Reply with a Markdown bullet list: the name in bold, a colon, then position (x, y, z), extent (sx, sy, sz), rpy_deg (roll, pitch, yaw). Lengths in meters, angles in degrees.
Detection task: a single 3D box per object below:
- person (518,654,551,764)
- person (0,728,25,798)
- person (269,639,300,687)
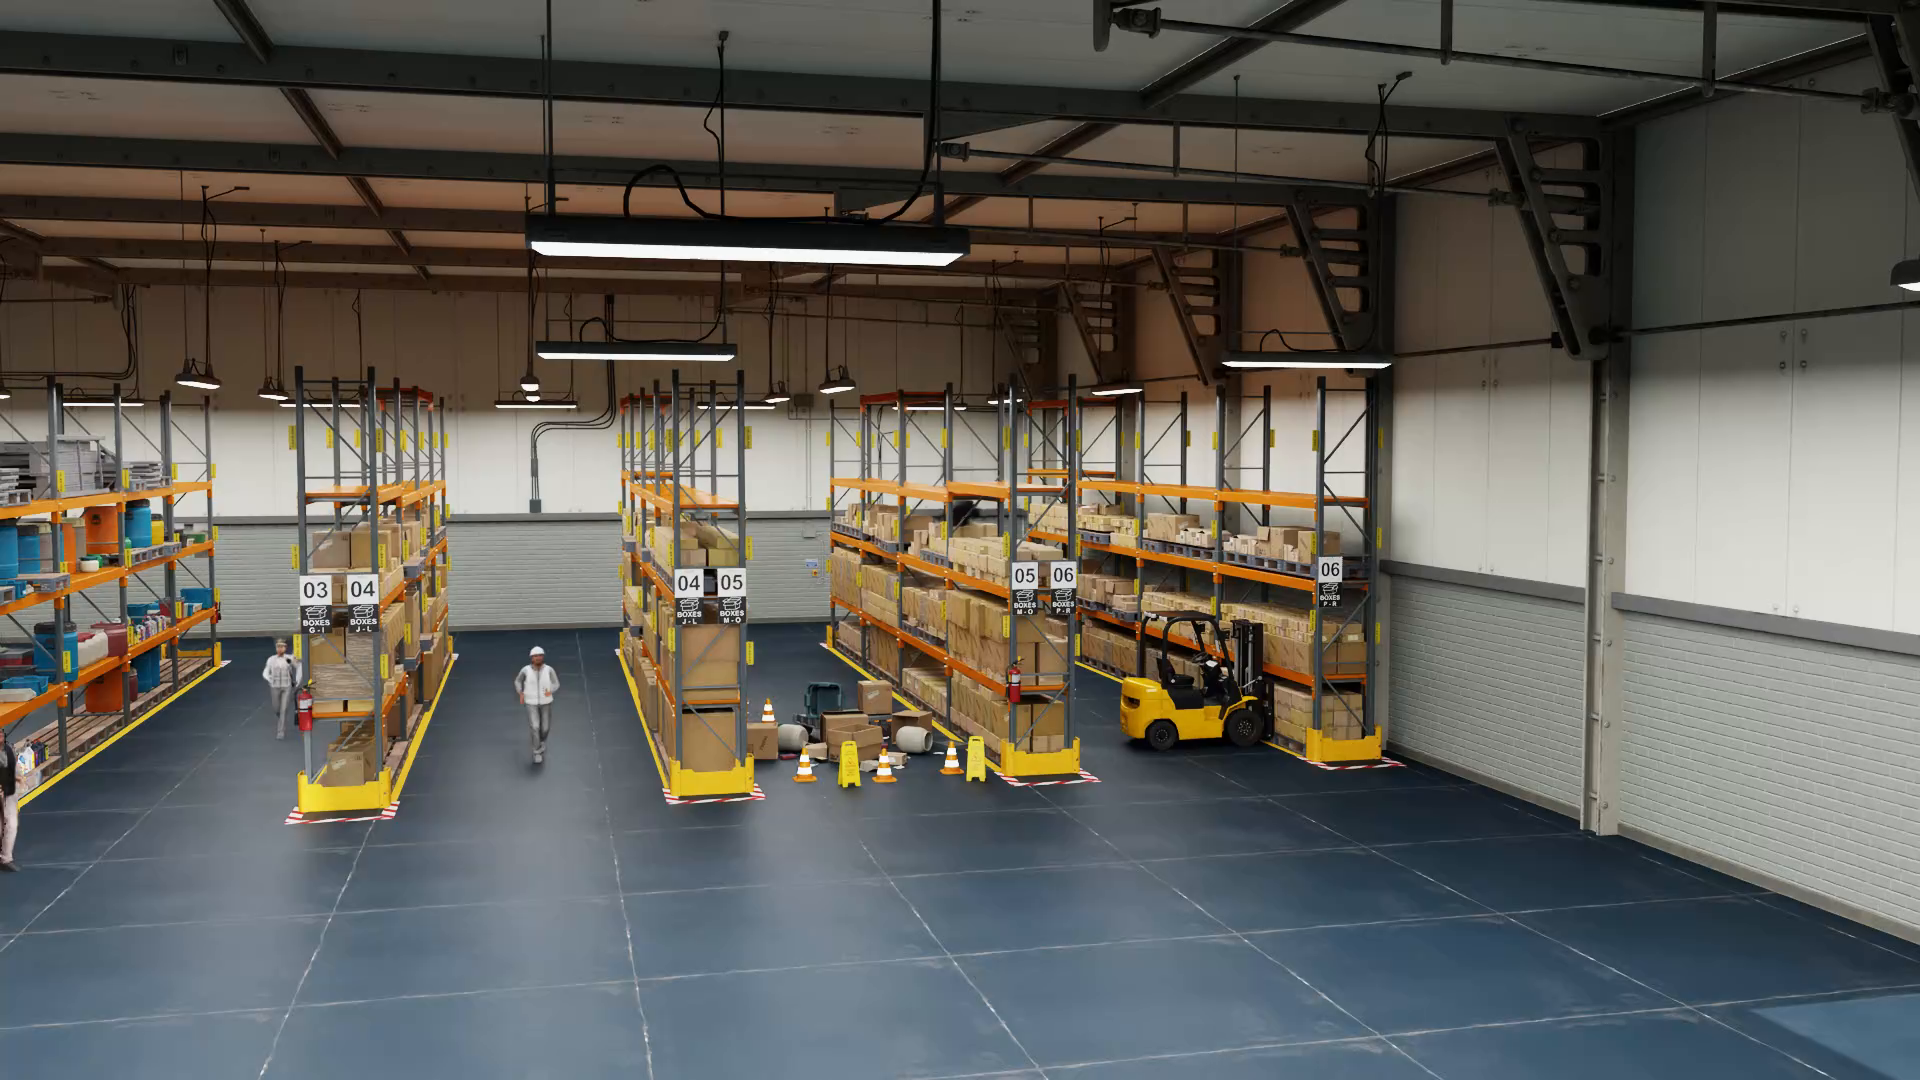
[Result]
- **person**: position (-6.669, 2.586, 26.096), extent (0.543, 1.727, 0.822), rpy_deg (-1, 4, -22)
- **person**: position (-11.193, 2.572, 19.361), extent (0.462, 0.838, 0.668), rpy_deg (1, 4, 19)
- **person**: position (-11.393, 2.075, 28.010), extent (0.485, 0.824, 0.495), rpy_deg (-1, 4, -14)
